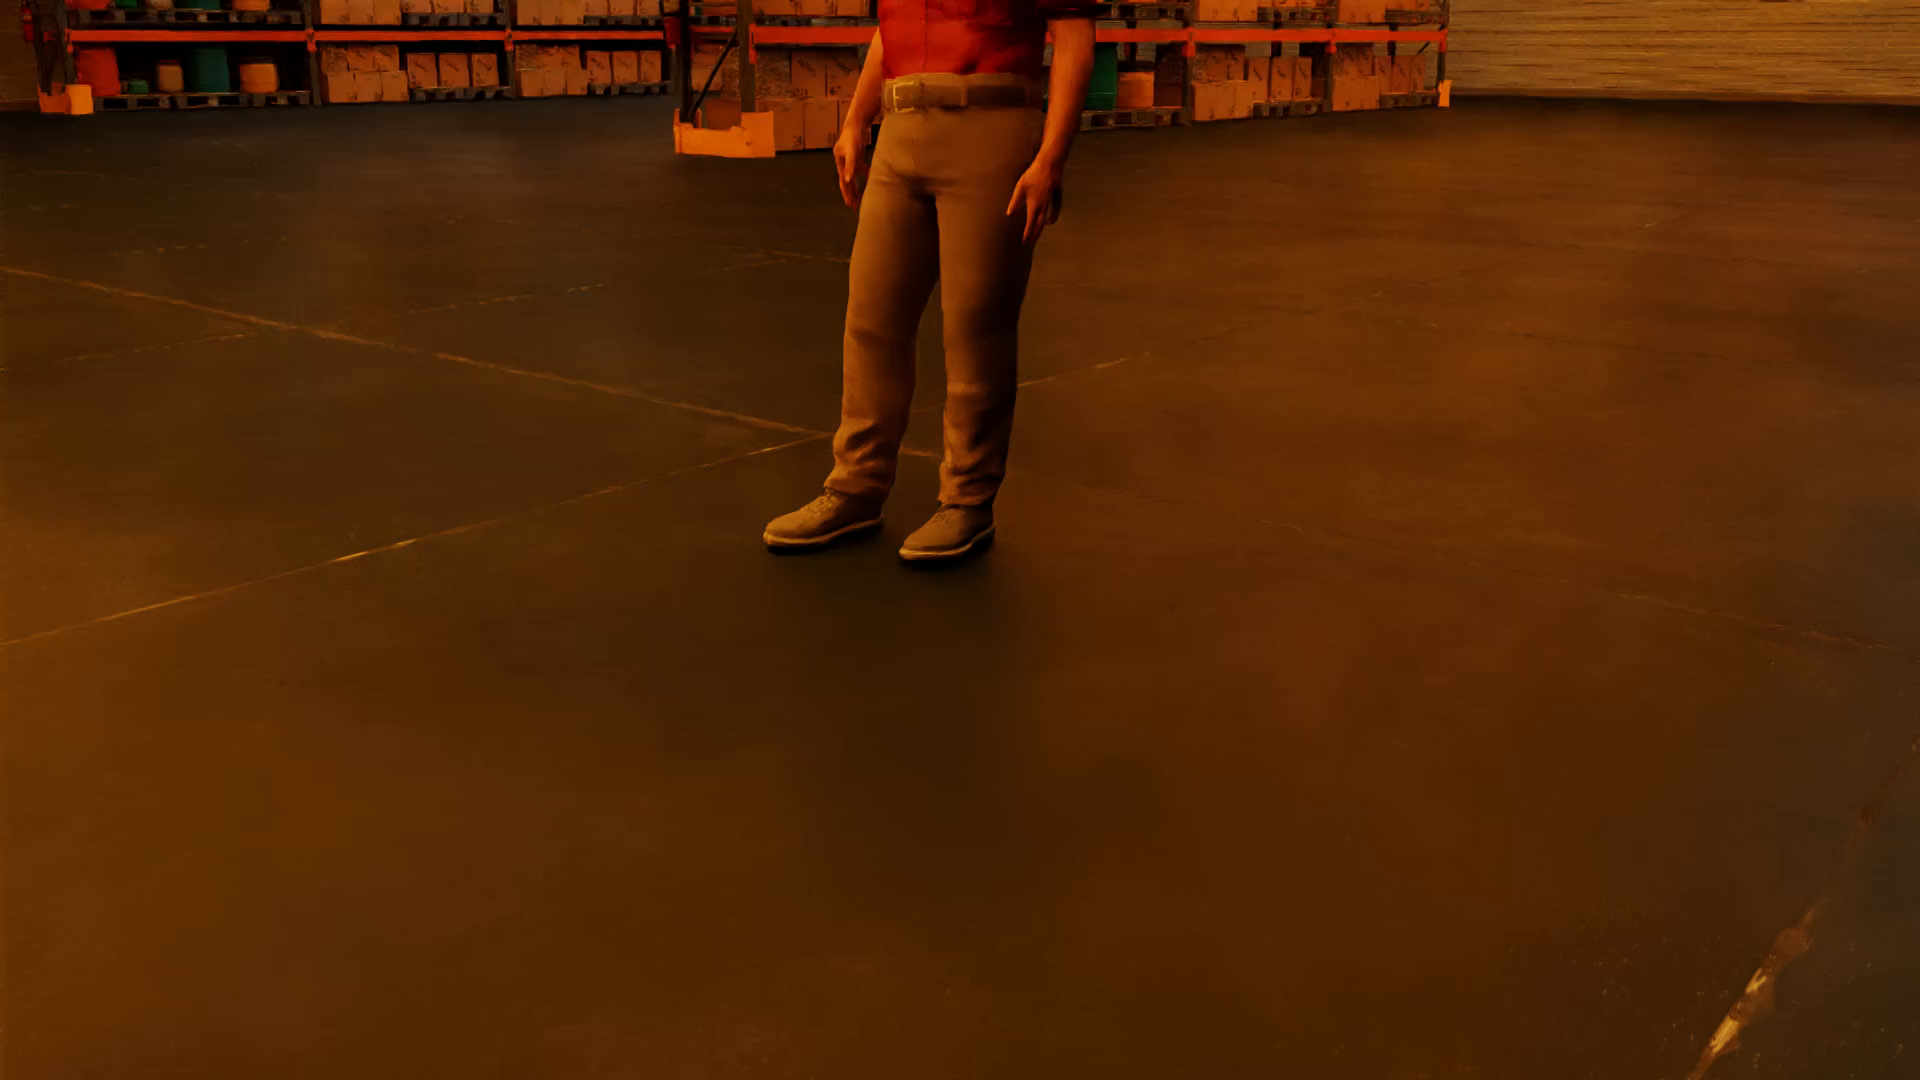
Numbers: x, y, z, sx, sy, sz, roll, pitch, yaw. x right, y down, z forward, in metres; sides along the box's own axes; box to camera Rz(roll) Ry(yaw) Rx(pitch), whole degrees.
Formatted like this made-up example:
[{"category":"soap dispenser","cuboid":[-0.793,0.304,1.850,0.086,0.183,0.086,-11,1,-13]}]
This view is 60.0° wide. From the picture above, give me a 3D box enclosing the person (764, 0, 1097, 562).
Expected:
[{"category":"person","cuboid":[-0.066,-0.816,3.630,0.640,1.726,0.550,13,21,37]}]
